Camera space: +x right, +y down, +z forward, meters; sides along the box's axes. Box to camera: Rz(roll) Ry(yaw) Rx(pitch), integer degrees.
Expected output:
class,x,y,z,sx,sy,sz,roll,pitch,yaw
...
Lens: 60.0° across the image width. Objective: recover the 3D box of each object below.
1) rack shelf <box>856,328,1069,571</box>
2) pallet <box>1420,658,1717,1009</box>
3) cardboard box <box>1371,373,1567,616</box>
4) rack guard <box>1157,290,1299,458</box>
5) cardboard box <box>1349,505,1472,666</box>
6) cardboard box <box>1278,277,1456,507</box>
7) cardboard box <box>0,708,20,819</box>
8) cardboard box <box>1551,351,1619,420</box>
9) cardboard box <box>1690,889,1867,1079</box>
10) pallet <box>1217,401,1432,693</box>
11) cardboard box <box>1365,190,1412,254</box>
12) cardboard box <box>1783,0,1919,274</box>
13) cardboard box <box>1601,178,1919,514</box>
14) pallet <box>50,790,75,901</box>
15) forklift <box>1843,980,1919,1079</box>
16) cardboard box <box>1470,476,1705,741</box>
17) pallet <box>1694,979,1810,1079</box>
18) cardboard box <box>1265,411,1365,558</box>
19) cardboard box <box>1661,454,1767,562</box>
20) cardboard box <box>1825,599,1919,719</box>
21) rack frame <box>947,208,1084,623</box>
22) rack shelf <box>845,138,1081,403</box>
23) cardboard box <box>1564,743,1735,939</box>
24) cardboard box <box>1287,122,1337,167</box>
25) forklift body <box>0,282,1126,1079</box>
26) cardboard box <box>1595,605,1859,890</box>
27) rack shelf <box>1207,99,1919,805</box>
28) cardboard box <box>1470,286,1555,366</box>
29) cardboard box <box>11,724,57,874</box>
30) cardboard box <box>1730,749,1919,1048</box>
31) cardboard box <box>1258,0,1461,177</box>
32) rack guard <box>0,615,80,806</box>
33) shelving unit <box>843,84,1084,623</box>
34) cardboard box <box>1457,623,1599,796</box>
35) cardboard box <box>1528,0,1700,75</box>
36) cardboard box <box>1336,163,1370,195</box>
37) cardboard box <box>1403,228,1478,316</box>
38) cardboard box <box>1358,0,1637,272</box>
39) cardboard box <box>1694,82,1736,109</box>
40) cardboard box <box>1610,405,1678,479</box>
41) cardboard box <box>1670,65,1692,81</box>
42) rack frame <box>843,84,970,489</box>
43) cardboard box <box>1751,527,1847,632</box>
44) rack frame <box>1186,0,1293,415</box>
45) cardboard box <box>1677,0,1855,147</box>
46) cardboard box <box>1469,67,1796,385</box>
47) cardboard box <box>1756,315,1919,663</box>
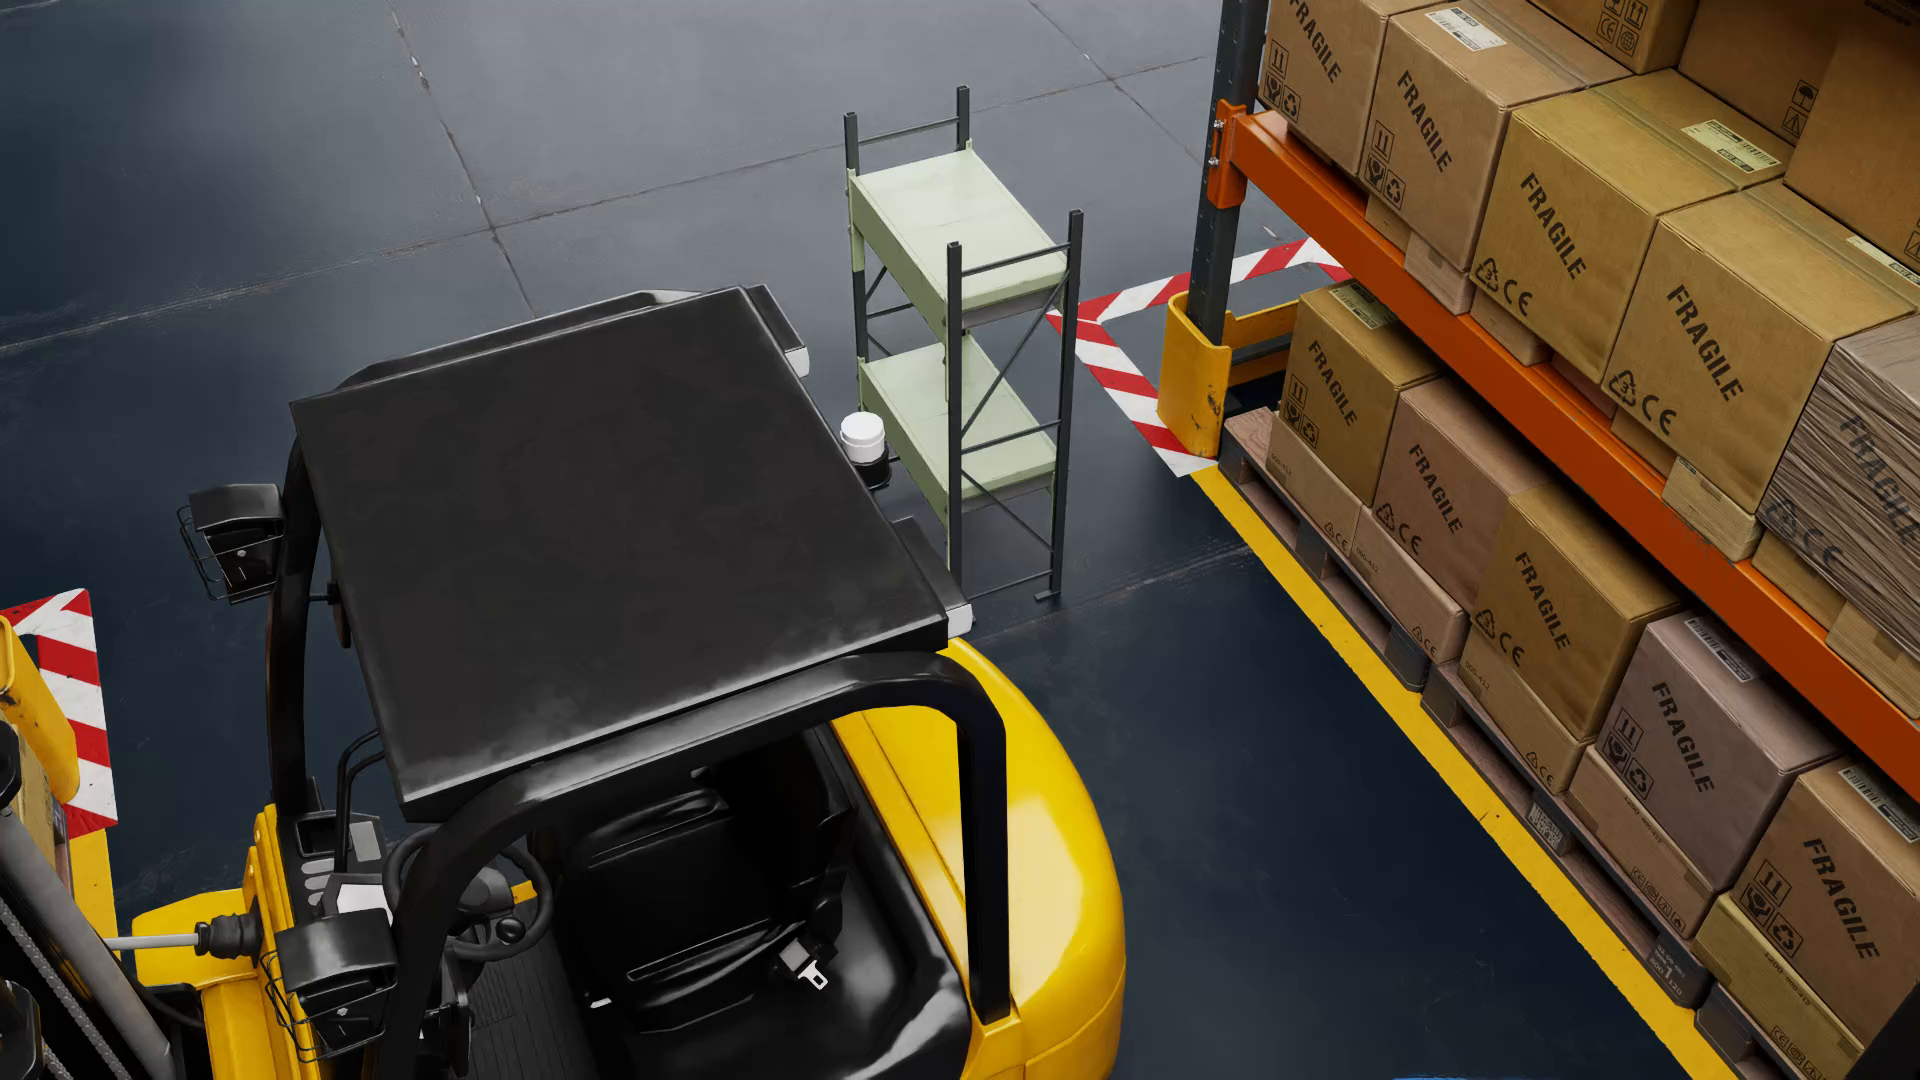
class,x,y,z,sx,sy,sz,roll,pitch,yaw
rack shelf,-0.003,-0.306,5.457,0.431,0.370,0.720,-18,47,-17
pallet,2.137,0.664,4.927,1.003,0.211,1.213,-18,47,-17
cardboard box,1.609,-0.177,4.918,0.500,0.500,0.500,-20,48,-19
rack guard,1.319,-0.744,6.148,1.175,0.500,0.348,-18,47,-17
cardboard box,1.583,0.071,5.201,0.500,0.250,0.500,-16,47,-16
cardboard box,1.385,-0.509,5.255,0.500,0.500,0.500,-20,48,-19
cardboard box,-2.727,0.656,4.253,0.500,0.250,0.500,-19,48,-18
cardboard box,1.769,-0.484,4.284,0.380,0.149,0.250,-17,47,-16
cardboard box,2.243,1.063,4.196,0.500,0.250,0.500,-19,48,-18
pallet,1.628,-0.113,5.714,1.003,0.211,1.213,-18,47,-17
cardboard box,1.399,-0.965,4.771,0.380,0.149,0.250,-19,48,-19
cardboard box,2.297,-0.940,3.572,0.700,0.500,0.500,-18,47,-18
cardboard box,1.891,-0.464,3.802,0.500,0.500,0.500,-19,48,-18
pallet,-2.856,1.254,4.329,1.003,0.211,1.213,-18,47,-17
forklift,2.124,1.164,2.484,3.031,2.935,1.130,-7,45,-7
cardboard box,1.813,0.145,4.592,0.500,0.500,0.500,-17,47,-17
pallet,2.654,1.442,4.138,1.003,0.211,1.213,-18,47,-17
cardboard box,1.375,-0.257,5.533,0.500,0.250,0.500,-18,48,-18
cardboard box,1.905,-0.130,3.925,0.380,0.149,0.250,-18,47,-17
cardboard box,2.127,0.195,3.595,0.380,0.149,0.250,-19,48,-18
rack frame,0.151,-0.305,4.991,0.400,1.500,0.023,-18,47,-17
rack shelf,-0.003,-0.816,4.953,0.431,0.370,0.720,-18,47,-17
cardboard box,2.034,0.737,4.526,0.500,0.250,0.500,-17,47,-17
cardboard box,1.242,-1.315,5.126,0.380,0.149,0.250,-18,47,-17
forklift body,-0.763,0.758,3.450,2.313,2.155,1.214,-18,47,-17
cardboard box,2.045,0.483,4.249,0.500,0.500,0.500,-16,47,-15
rack shelf,2.128,-0.151,4.280,1.077,0.370,4.000,-18,47,-17
cardboard box,1.603,-0.635,4.437,0.380,0.149,0.250,-17,47,-16
cardboard box,-2.731,0.822,4.440,0.500,0.250,0.500,-18,47,-17
cardboard box,2.261,0.808,3.920,0.500,0.500,0.500,-17,47,-17
cardboard box,1.234,-1.440,4.790,0.500,0.500,0.500,-19,48,-18
rack guard,-3.225,0.661,4.724,1.175,0.500,0.348,-18,47,-17
shelving unit,-0.003,-0.538,5.228,0.431,1.500,0.755,-18,47,-17
cardboard box,1.824,0.415,4.853,0.500,0.250,0.500,-15,47,-15
cardboard box,1.906,-1.593,4.234,0.700,0.500,0.500,-18,47,-17
cardboard box,1.361,-1.158,4.967,0.380,0.149,0.250,-17,47,-17
cardboard box,1.464,-0.790,4.594,0.380,0.149,0.250,-17,47,-17
cardboard box,1.455,-1.110,4.457,0.500,0.500,0.500,-17,47,-16
cardboard box,2.178,-0.918,4.262,0.500,0.500,0.500,-18,47,-18
cardboard box,1.853,-0.307,4.105,0.380,0.149,0.250,-19,48,-18
cardboard box,1.971,-1.238,4.586,0.500,0.500,0.500,-18,47,-17
rack frame,-0.157,-0.771,5.464,0.400,1.500,0.023,-18,47,-17
cardboard box,2.046,0.023,3.769,0.380,0.149,0.250,-19,48,-18
rack frame,1.287,-1.682,5.319,1.000,3.000,0.127,-18,47,-17
cardboard box,2.213,-1.299,3.936,0.700,0.500,0.500,-19,48,-18
cardboard box,1.670,-0.786,4.128,0.500,0.500,0.500,-19,48,-18
cardboard box,2.111,-0.139,3.473,0.500,0.500,0.500,-17,47,-16
